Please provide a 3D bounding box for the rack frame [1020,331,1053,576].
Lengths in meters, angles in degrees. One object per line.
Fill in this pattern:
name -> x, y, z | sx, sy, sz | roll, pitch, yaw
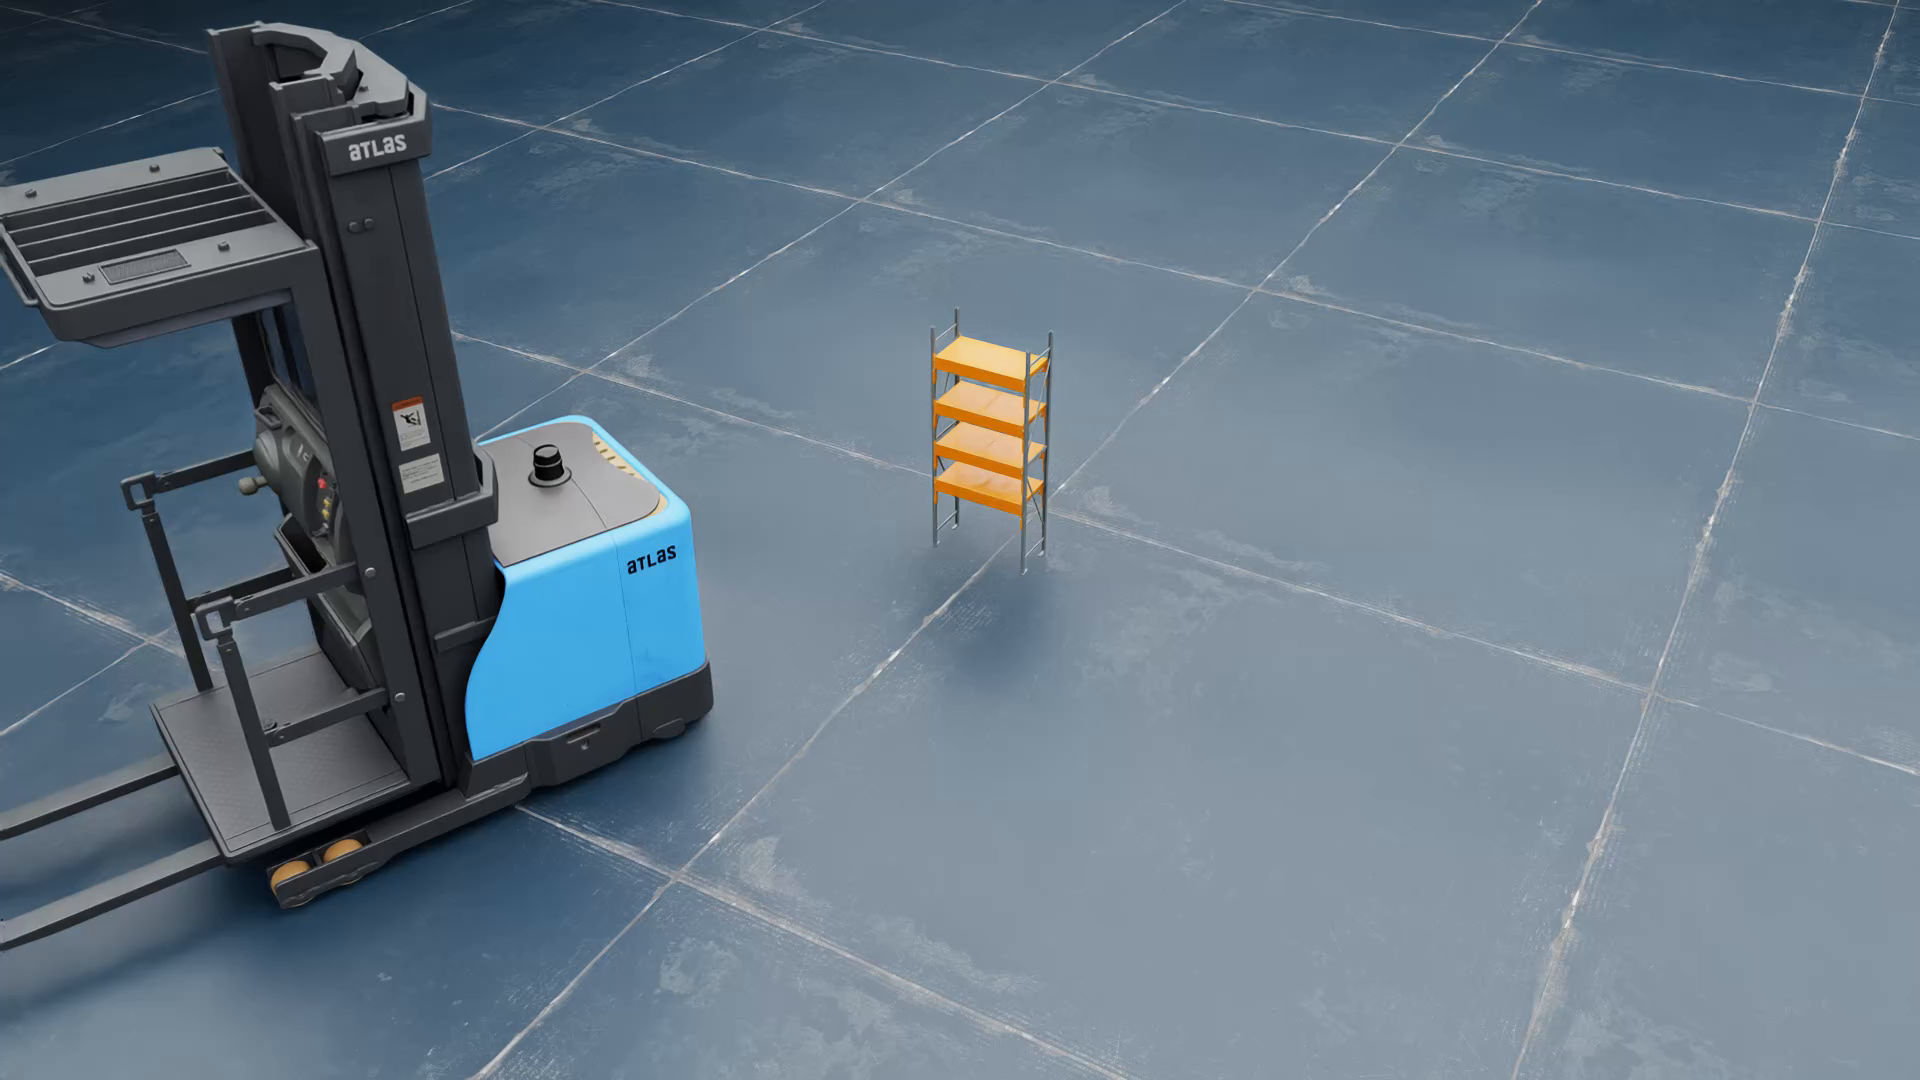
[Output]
rack frame -> 0.356, -0.387, 7.748 | 0.015, 1.200, 0.240 | 18, 37, 24

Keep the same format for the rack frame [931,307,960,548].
rack frame -> -0.068, -0.521, 7.950 | 0.015, 1.200, 0.240 | 18, 37, 24

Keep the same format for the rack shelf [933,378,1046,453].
rack shelf -> 0.144, -0.584, 7.762 | 0.480, 0.148, 0.258 | 18, 37, 24

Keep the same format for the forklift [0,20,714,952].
forklift -> -2.539, -0.189, 5.889 | 3.031, 2.935, 1.130 | -22, 39, -29

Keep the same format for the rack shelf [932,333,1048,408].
rack shelf -> 0.144, -0.781, 7.631 | 0.480, 0.148, 0.258 | 18, 37, 24

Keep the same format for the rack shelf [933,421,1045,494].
rack shelf -> 0.144, -0.398, 7.886 | 0.480, 0.148, 0.258 | 18, 37, 24

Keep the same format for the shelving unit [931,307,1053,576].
shelving unit -> 0.144, -0.454, 7.849 | 0.503, 1.200, 0.258 | 18, 37, 24

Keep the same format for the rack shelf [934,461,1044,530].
rack shelf -> 0.144, -0.233, 7.996 | 0.480, 0.148, 0.258 | 18, 37, 24
